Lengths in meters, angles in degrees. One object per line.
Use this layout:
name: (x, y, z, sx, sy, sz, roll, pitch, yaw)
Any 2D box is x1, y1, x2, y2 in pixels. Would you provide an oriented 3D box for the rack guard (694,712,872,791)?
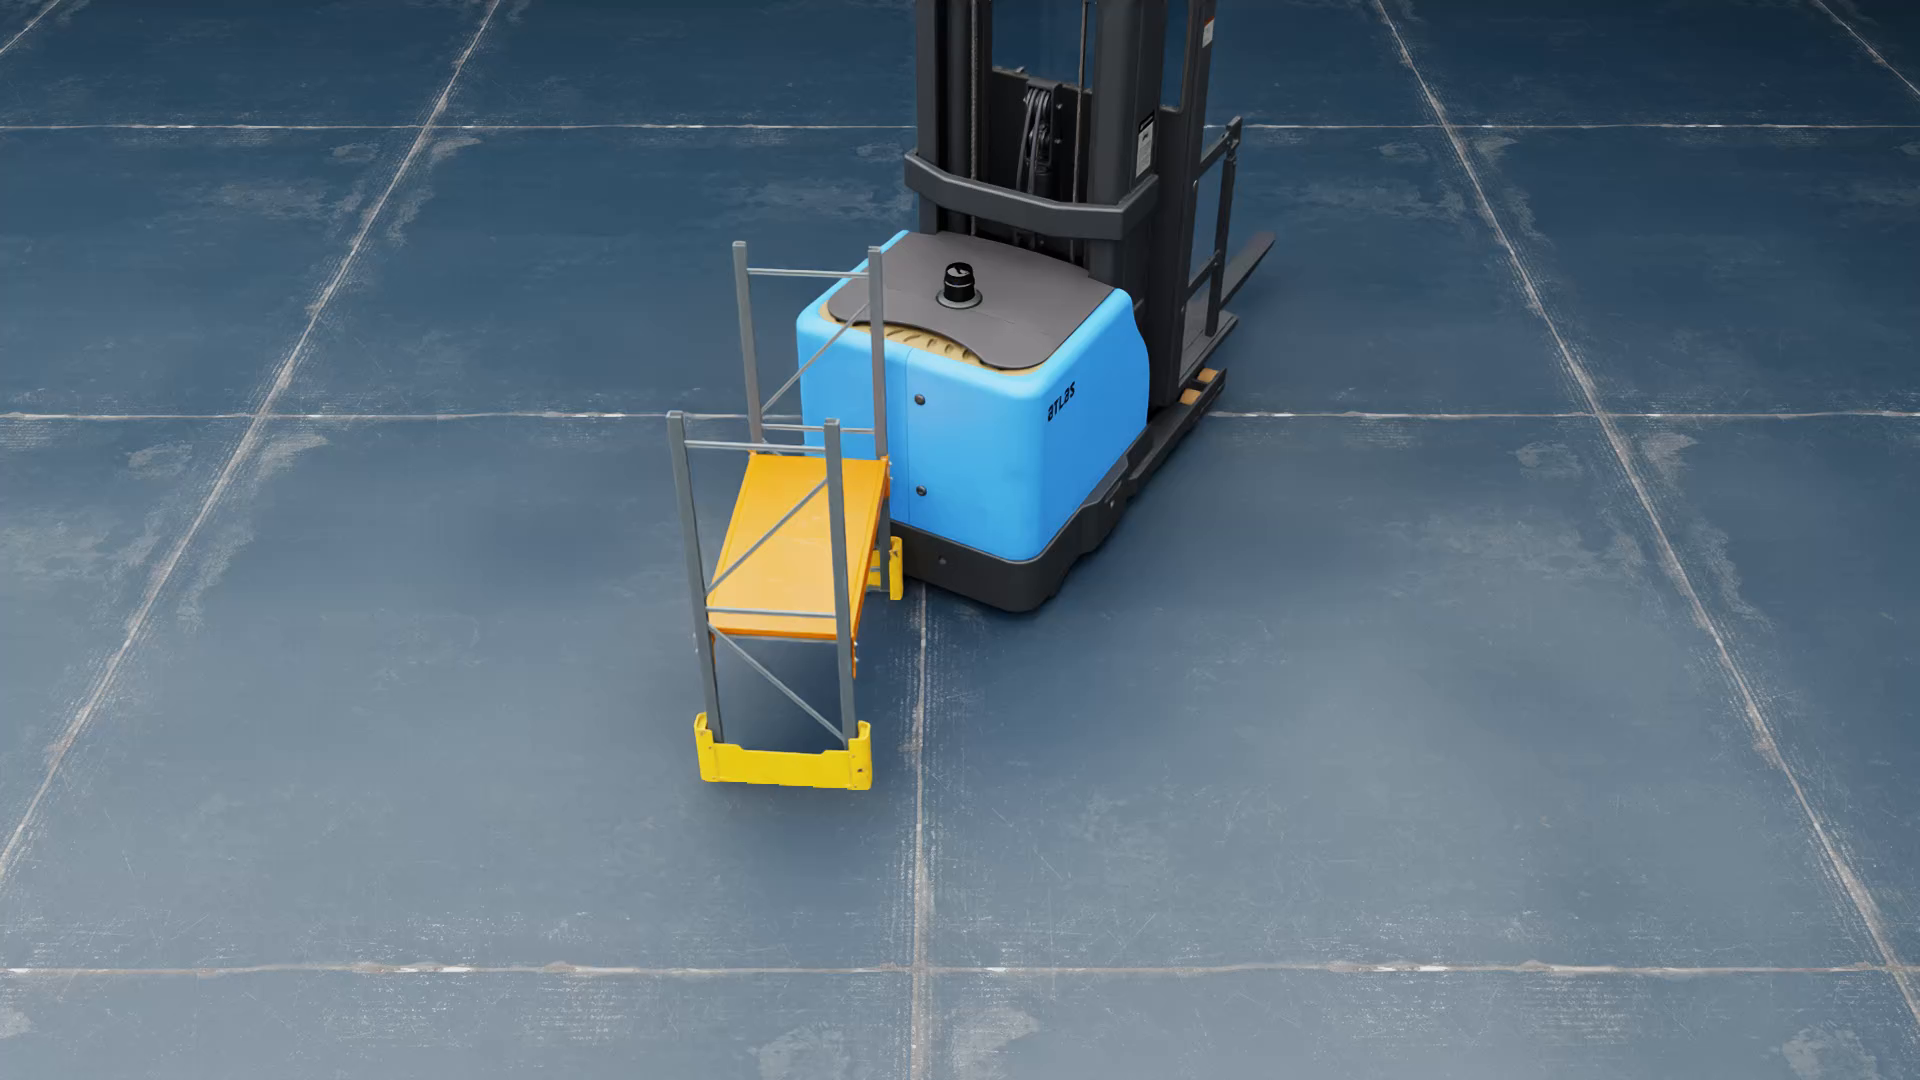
rack guard: (-0.597, 0.720, 5.652, 0.587, 0.250, 0.087, 3, 39, 4)

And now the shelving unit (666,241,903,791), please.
shelving unit: (-0.556, -0.078, 5.648, 0.587, 1.500, 1.083, 3, 39, 4)

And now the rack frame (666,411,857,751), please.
rack frame: (-0.597, 0.233, 5.260, 0.500, 1.500, 0.032, 3, 39, 4)

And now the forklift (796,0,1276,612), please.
forklift: (0.543, -1.776, 6.622, 1.130, 2.935, 3.031, 19, 43, 22)

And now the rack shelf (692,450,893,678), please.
rack shelf: (-0.556, 0.057, 5.768, 0.538, 0.185, 1.000, 3, 39, 4)

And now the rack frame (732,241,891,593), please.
rack frame: (-0.515, -0.401, 6.051, 0.500, 1.500, 0.032, 3, 39, 4)

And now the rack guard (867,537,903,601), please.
rack guard: (-0.516, 0.099, 6.426, 0.587, 0.250, 0.087, 3, 39, 4)
